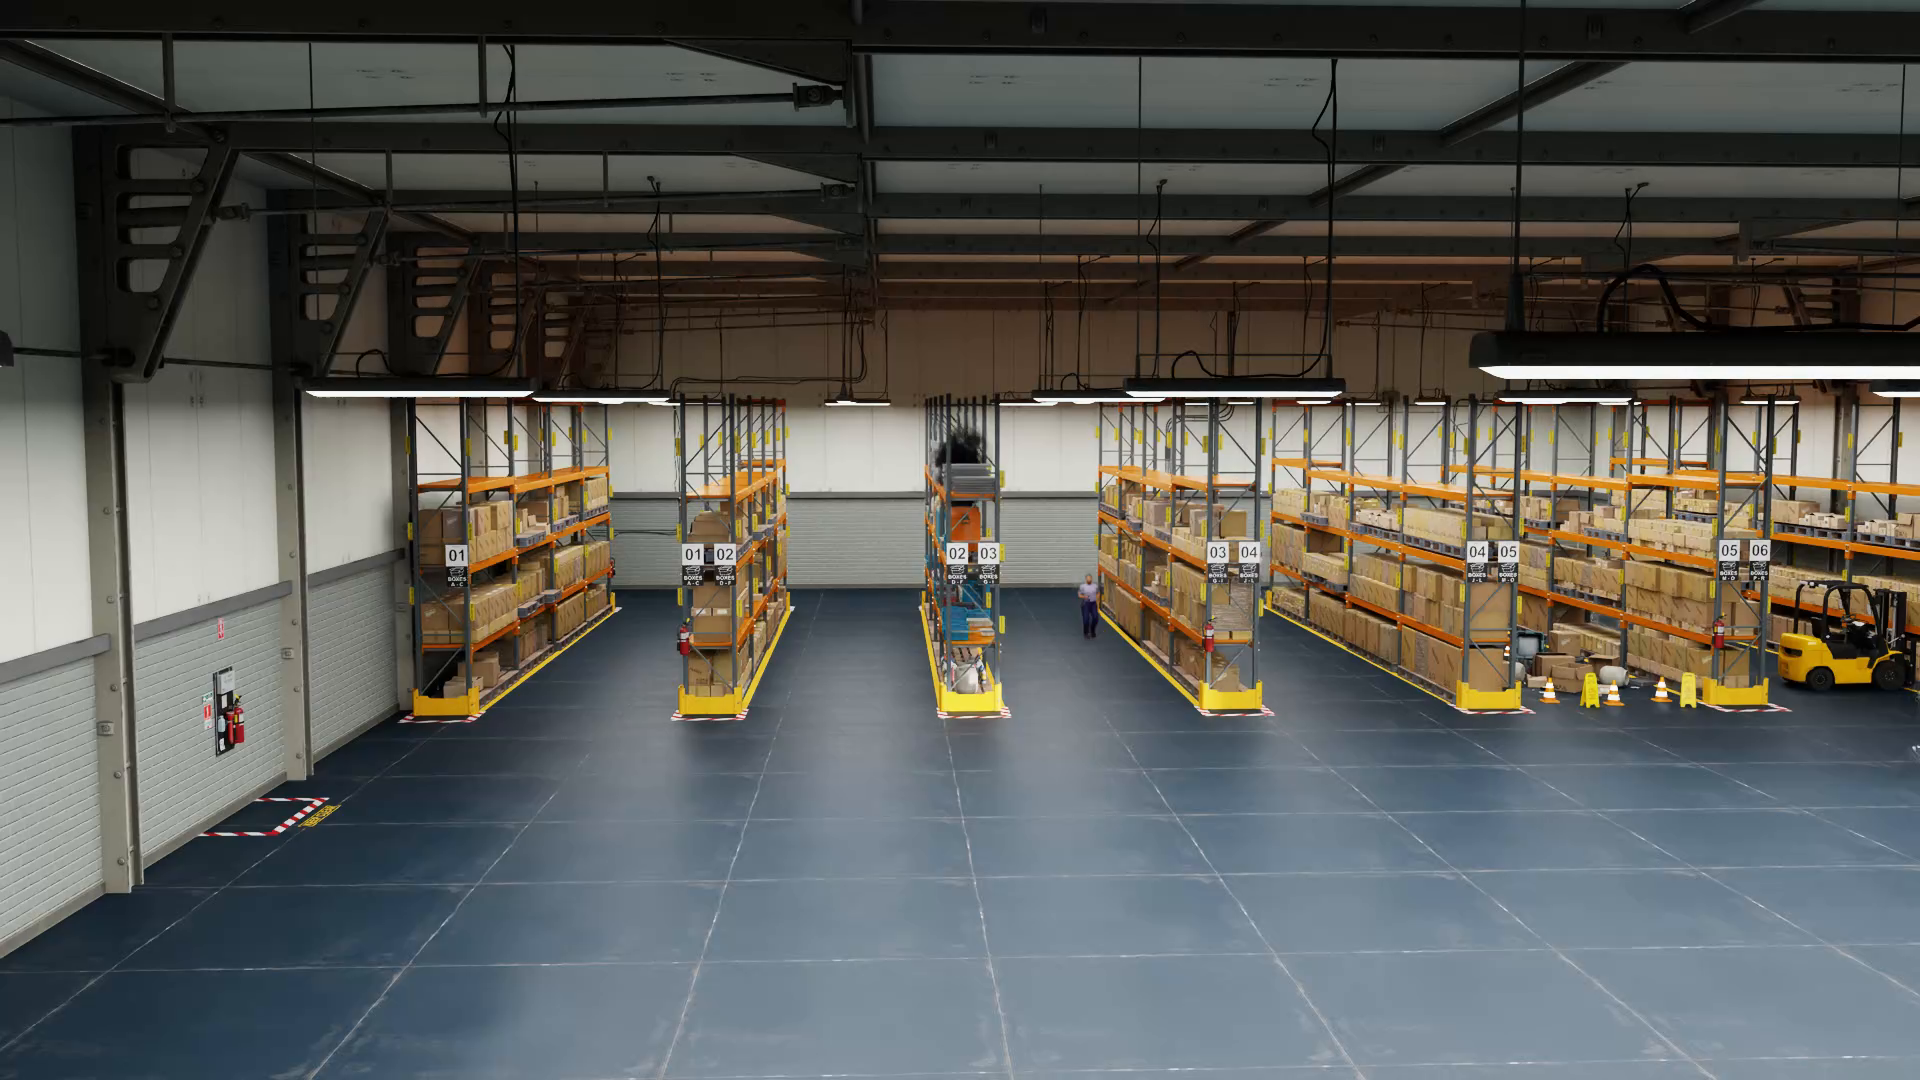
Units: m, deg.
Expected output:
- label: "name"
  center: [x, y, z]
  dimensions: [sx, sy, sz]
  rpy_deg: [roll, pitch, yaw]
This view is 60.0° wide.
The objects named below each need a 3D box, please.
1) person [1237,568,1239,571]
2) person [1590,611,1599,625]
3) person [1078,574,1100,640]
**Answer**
- label: "person"
  center: [8.386, 1.068, 48.923]
  dimensions: [0.559, 1.606, 0.630]
  rpy_deg: [-2, 5, -20]
- label: "person"
  center: [16.044, 1.512, 42.245]
  dimensions: [0.648, 1.764, 0.621]
  rpy_deg: [-1, 5, -7]
- label: "person"
  center: [3.223, 1.665, 41.220]
  dimensions: [0.587, 1.629, 0.610]
  rpy_deg: [0, 5, -5]
